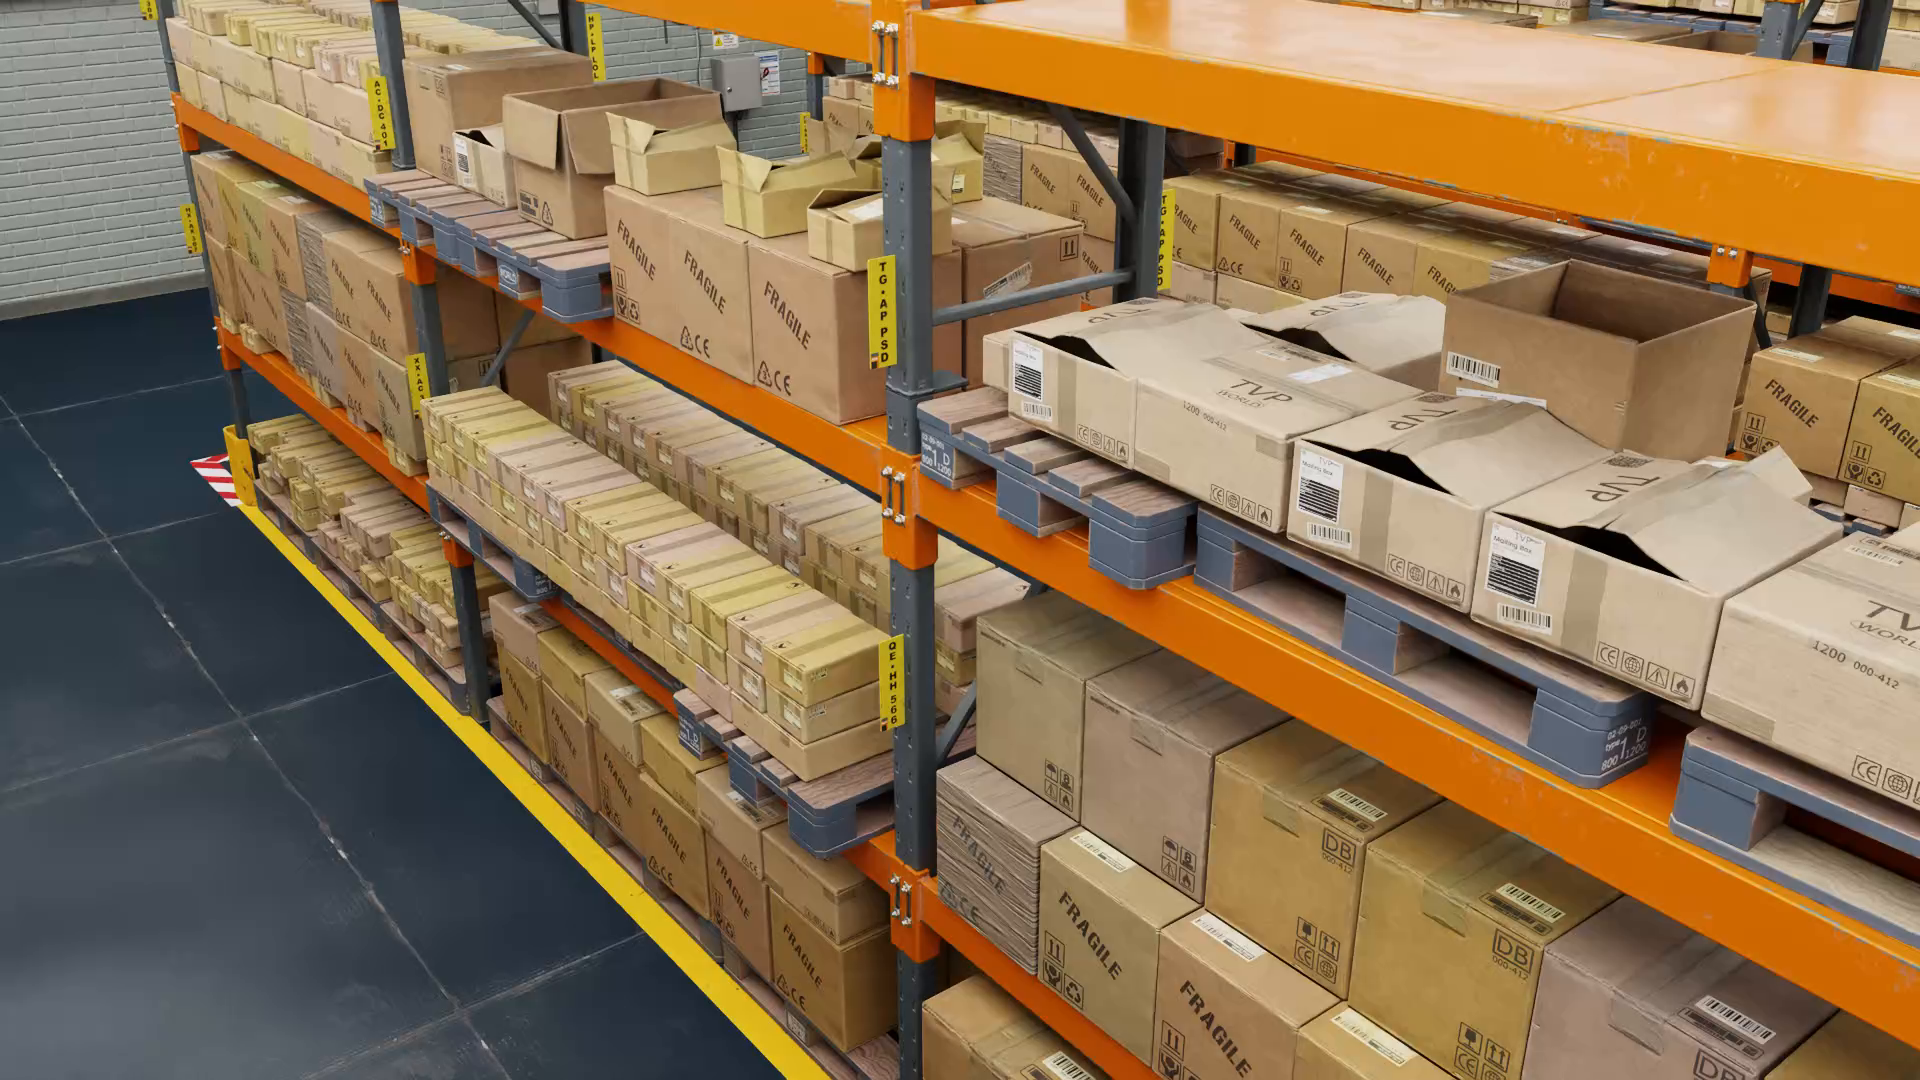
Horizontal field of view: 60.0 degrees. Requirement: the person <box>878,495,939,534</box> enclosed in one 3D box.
[{"bbox_3d":[-0.349,-0.477,10.113,0.527,1.776,0.533,-18,30,-34],"label":"person"}]
